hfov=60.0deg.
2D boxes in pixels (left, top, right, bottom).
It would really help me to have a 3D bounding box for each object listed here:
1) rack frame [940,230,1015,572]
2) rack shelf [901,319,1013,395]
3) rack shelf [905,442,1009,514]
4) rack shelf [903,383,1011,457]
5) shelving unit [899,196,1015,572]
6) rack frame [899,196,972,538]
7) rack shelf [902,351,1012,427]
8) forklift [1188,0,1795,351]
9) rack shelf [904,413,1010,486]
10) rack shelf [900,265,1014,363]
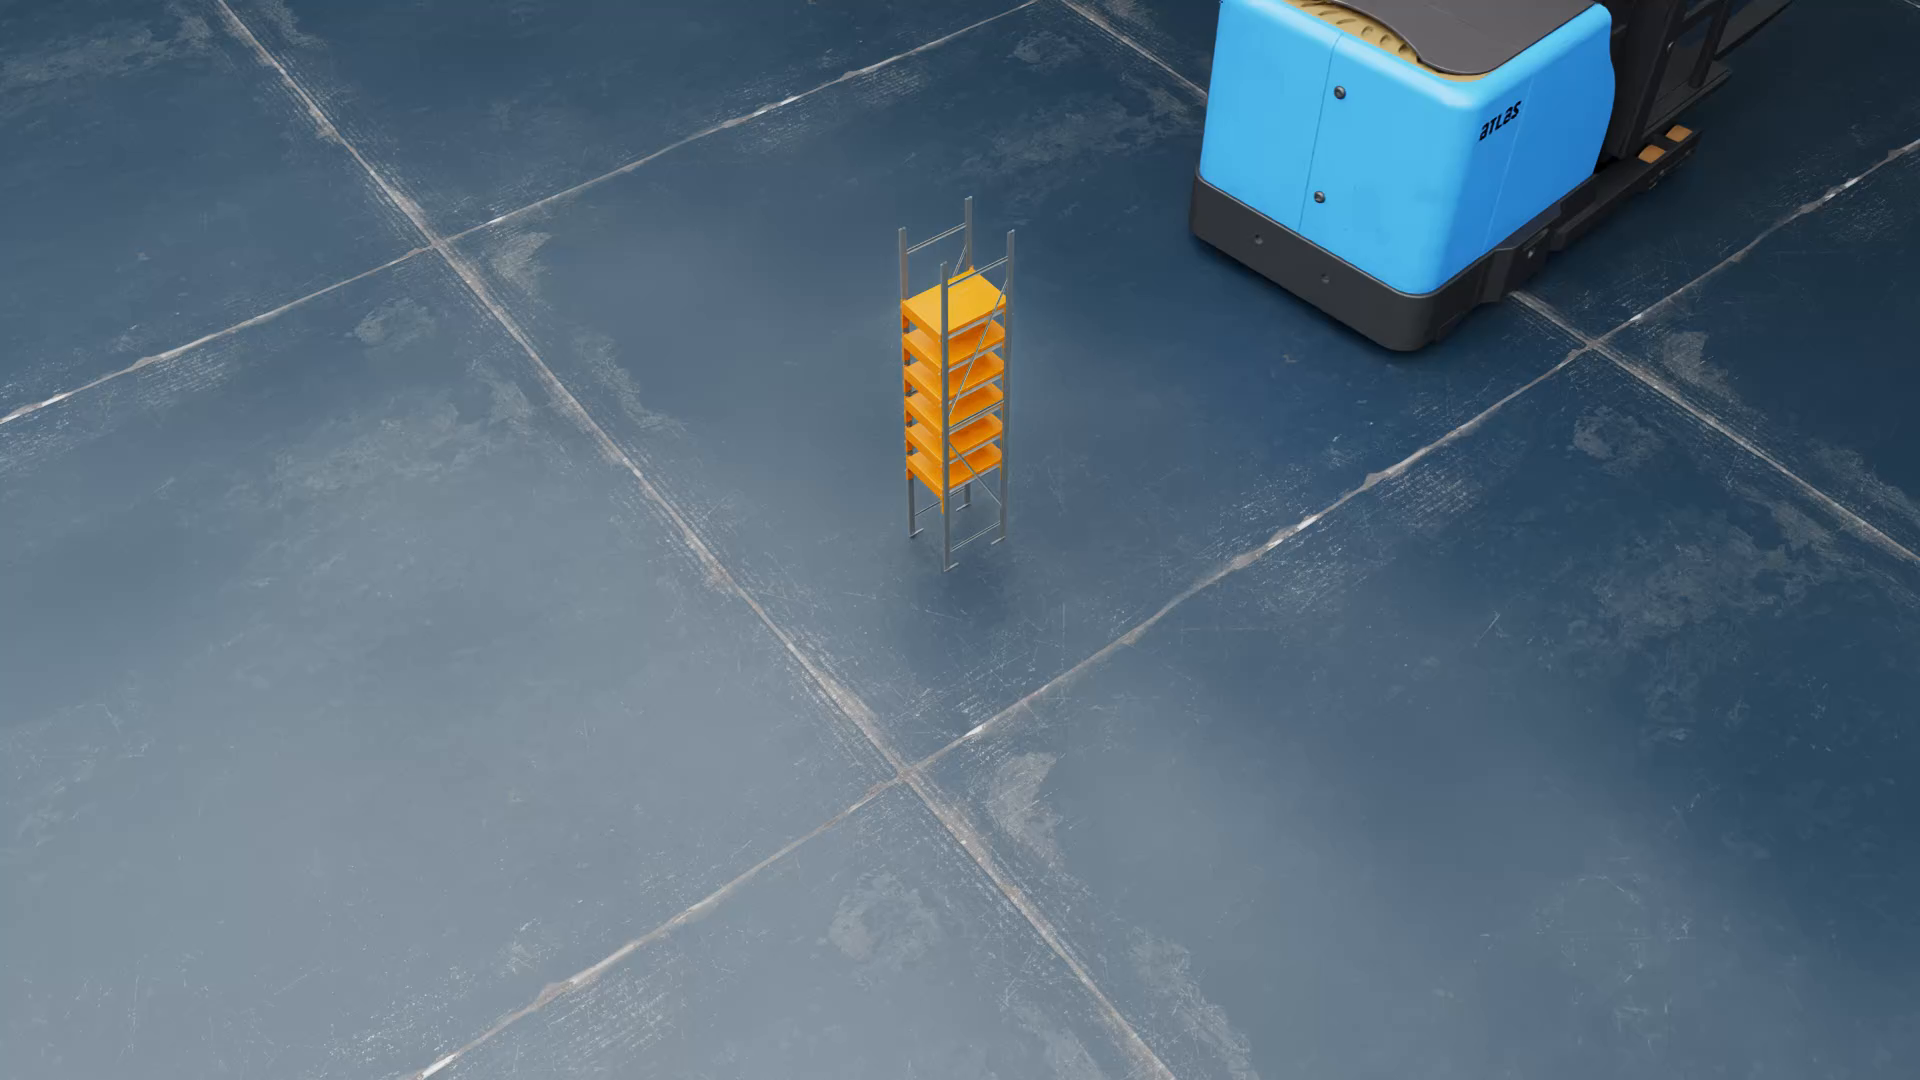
[{"bbox_3d":[0.047,-0.358,4.764,0.240,1.200,0.006,-29,54,-24],"label":"rack frame"},{"bbox_3d":[-0.009,-0.543,4.668,0.258,0.103,0.180,-29,54,-24],"label":"rack shelf"},{"bbox_3d":[-0.009,-0.220,5.024,0.258,0.103,0.180,-29,54,-24],"label":"rack shelf"},{"bbox_3d":[-0.009,-0.382,4.846,0.258,0.103,0.180,-29,54,-24],"label":"rack shelf"},{"bbox_3d":[-0.009,-0.412,4.813,0.258,1.200,0.189,-29,54,-24],"label":"shelving unit"},{"bbox_3d":[-0.064,-0.465,4.862,0.240,1.200,0.006,-29,54,-24],"label":"rack frame"},{"bbox_3d":[-0.009,-0.462,4.757,0.258,0.103,0.180,-29,54,-24],"label":"rack shelf"},{"bbox_3d":[2.272,-2.607,5.635,3.031,2.935,1.130,-35,57,-27],"label":"forklift"},{"bbox_3d":[-0.009,-0.301,4.935,0.258,0.103,0.180,-29,54,-24],"label":"rack shelf"},{"bbox_3d":[-0.009,-0.623,4.579,0.258,0.103,0.180,-29,54,-24],"label":"rack shelf"}]
